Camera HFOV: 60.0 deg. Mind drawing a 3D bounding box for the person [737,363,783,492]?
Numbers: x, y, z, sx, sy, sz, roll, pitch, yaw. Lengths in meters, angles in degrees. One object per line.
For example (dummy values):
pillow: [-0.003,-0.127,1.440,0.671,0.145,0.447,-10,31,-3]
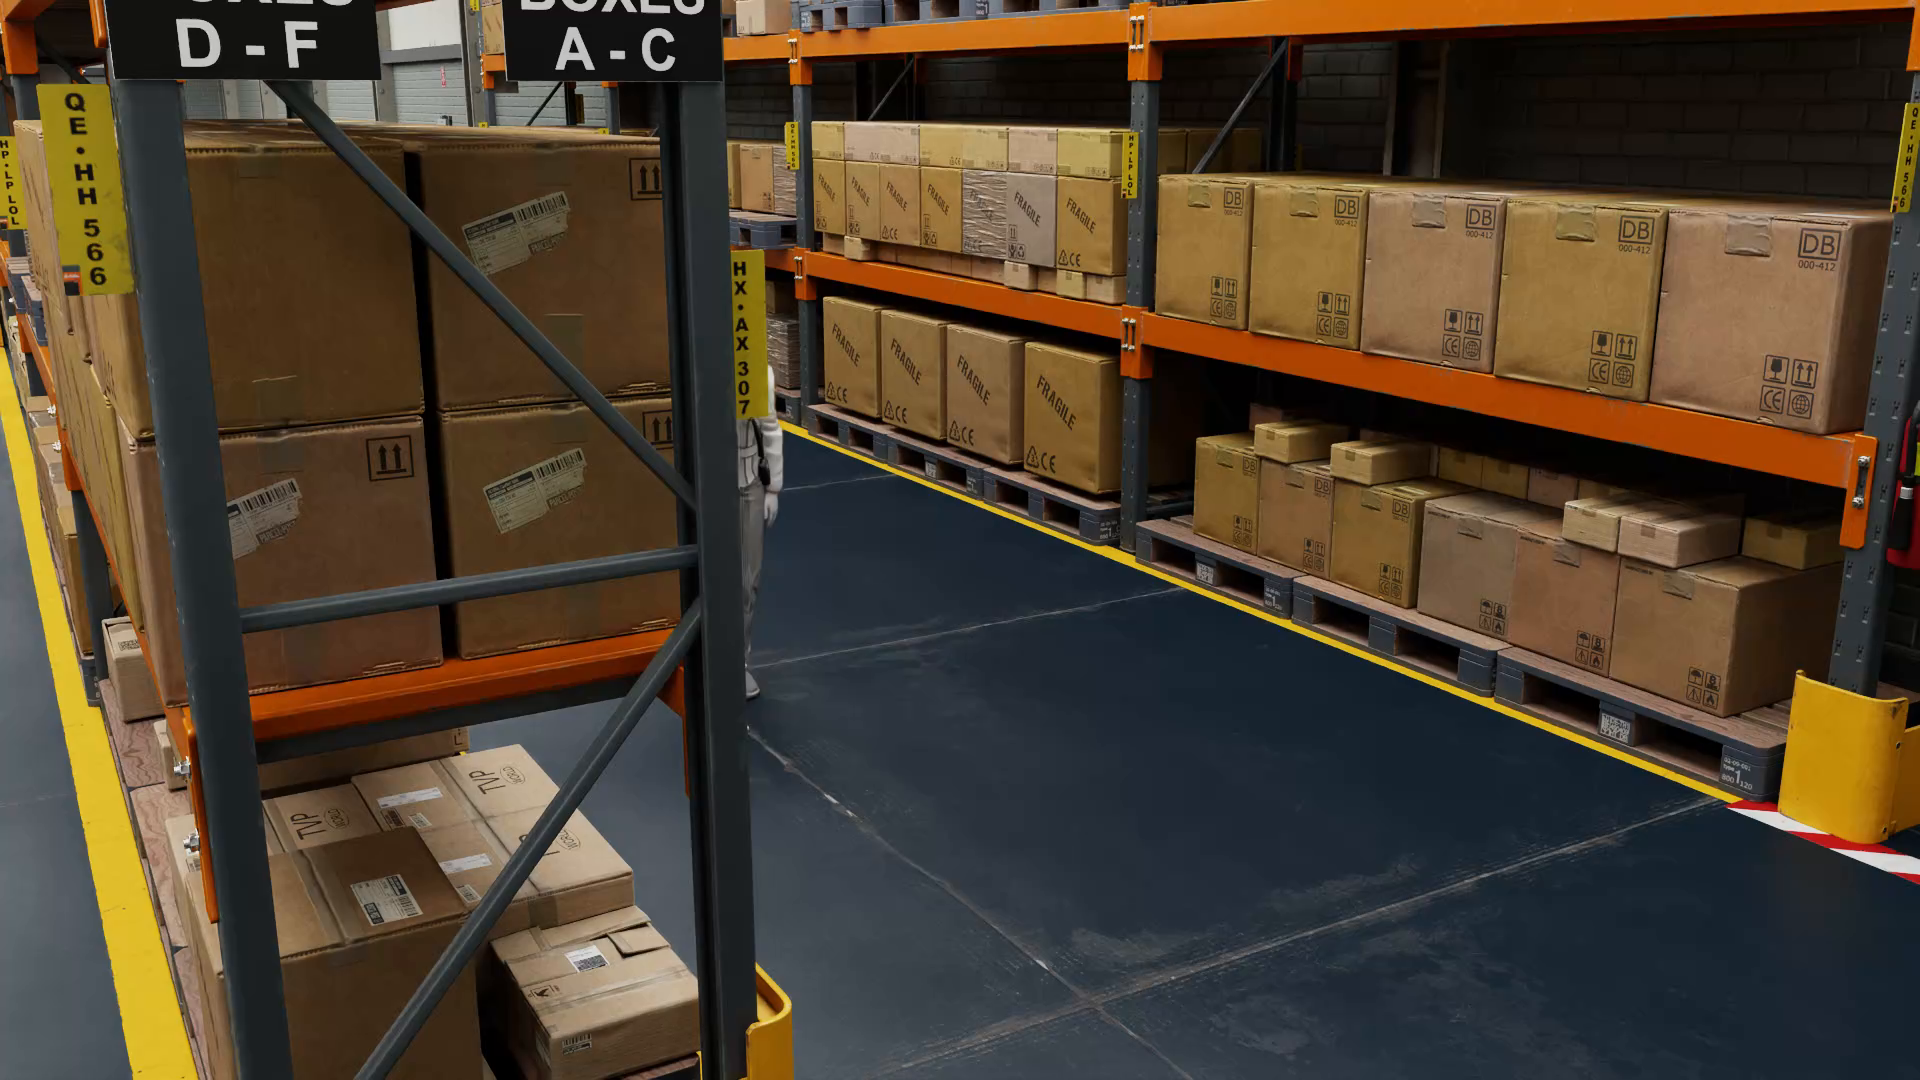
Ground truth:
person: [-0.966,-0.485,6.658,0.504,0.621,0.339,-1,15,-5]
